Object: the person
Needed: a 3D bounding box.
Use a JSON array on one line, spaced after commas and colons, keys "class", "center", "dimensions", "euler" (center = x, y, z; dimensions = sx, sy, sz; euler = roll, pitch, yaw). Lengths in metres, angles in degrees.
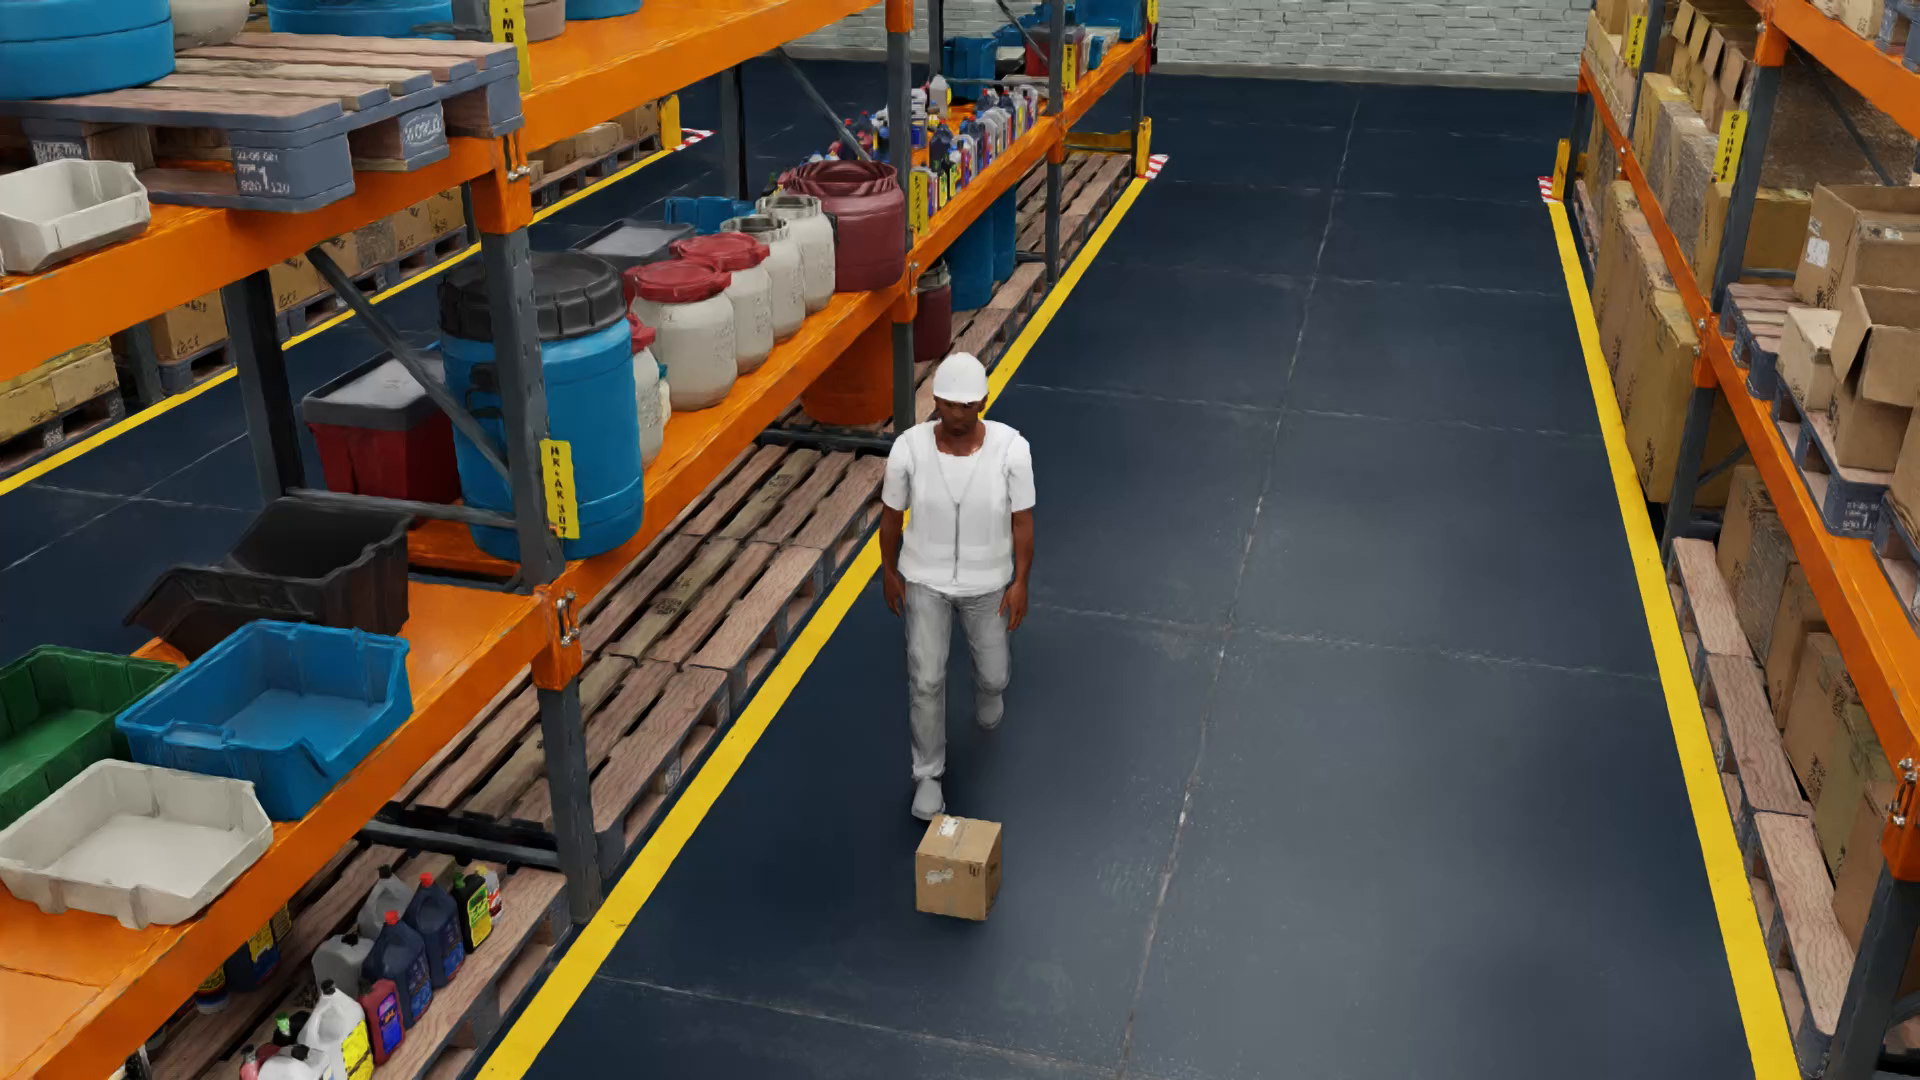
[{"class": "person", "center": [-0.013, 0.126, 6.313], "dimensions": [0.585, 1.748, 0.817], "euler": [0, 25, -1]}]
